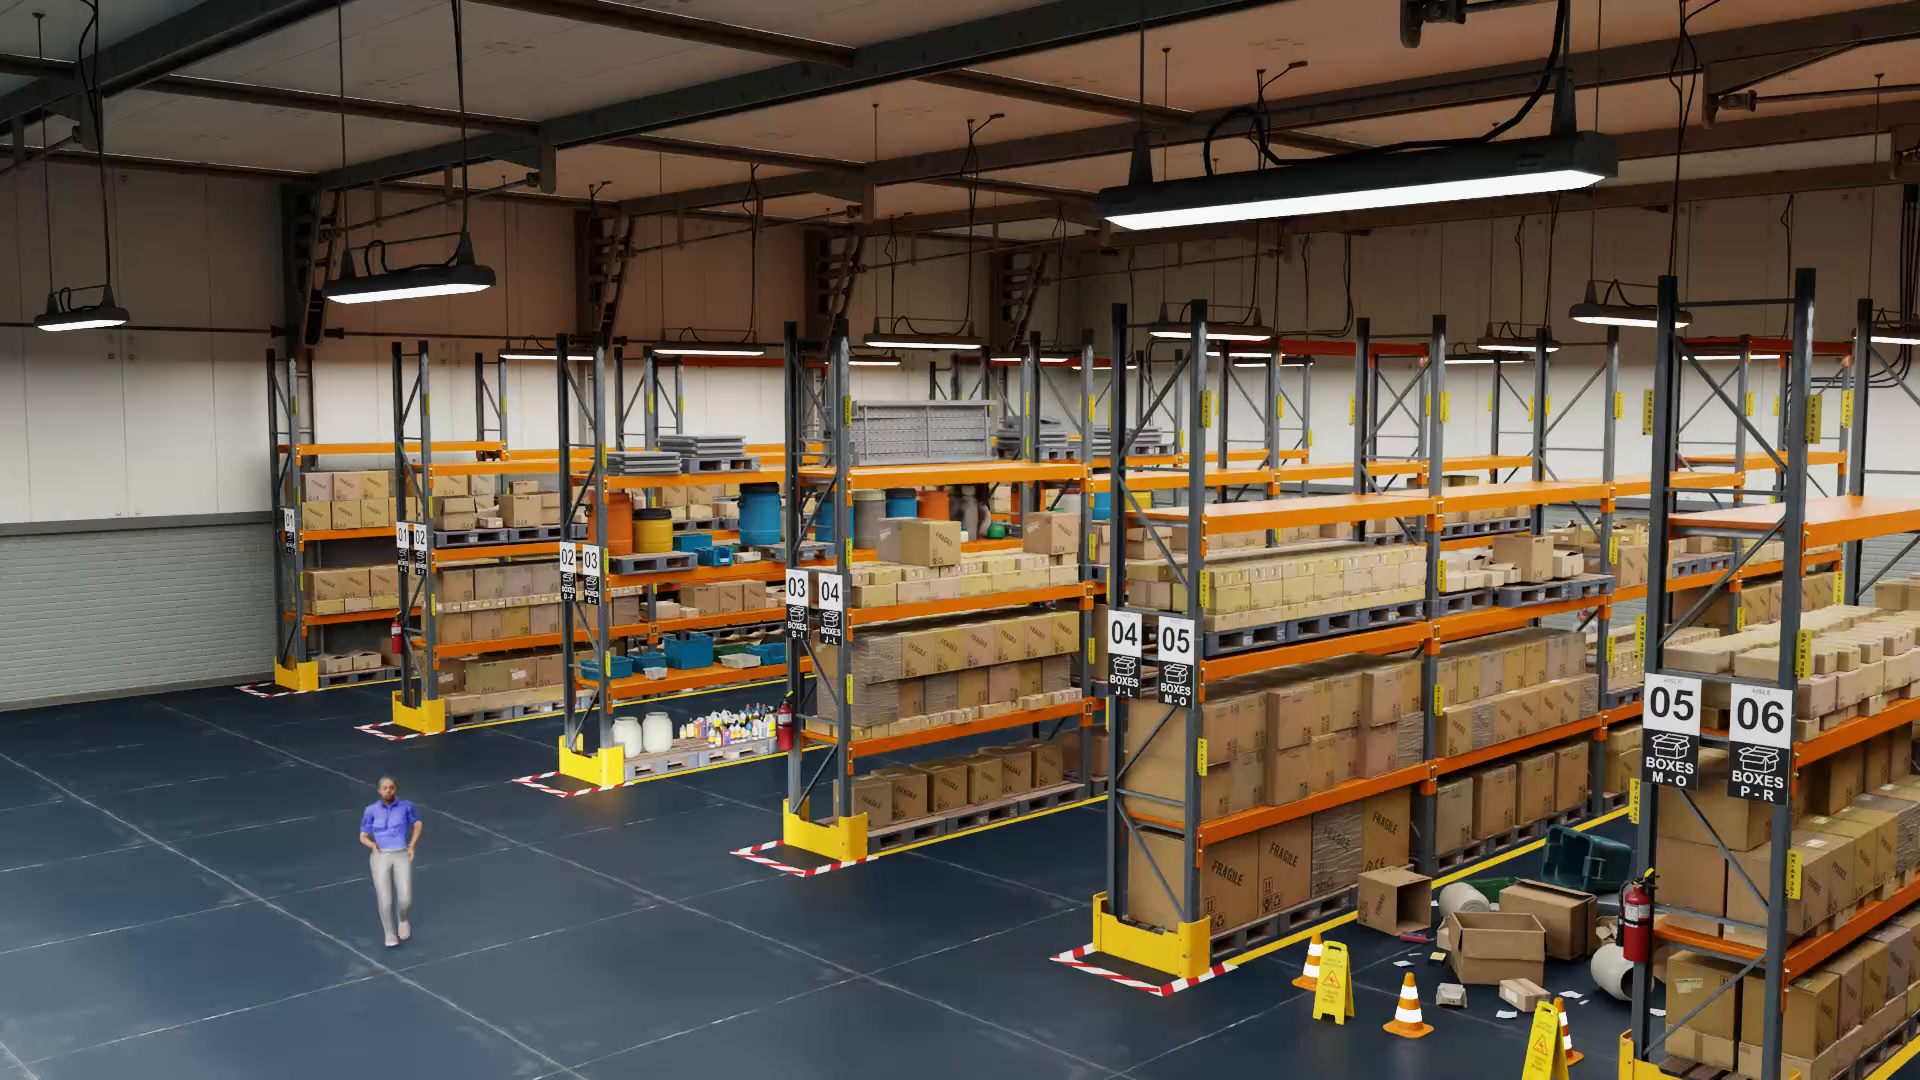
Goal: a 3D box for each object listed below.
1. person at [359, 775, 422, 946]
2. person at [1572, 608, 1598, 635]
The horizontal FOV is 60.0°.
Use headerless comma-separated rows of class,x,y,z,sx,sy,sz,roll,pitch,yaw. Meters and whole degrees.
person,-5.303,3.011,15.530,0.565,1.611,0.542,-2,5,-20
person,10.616,1.941,28.172,0.568,1.598,0.744,2,5,25
